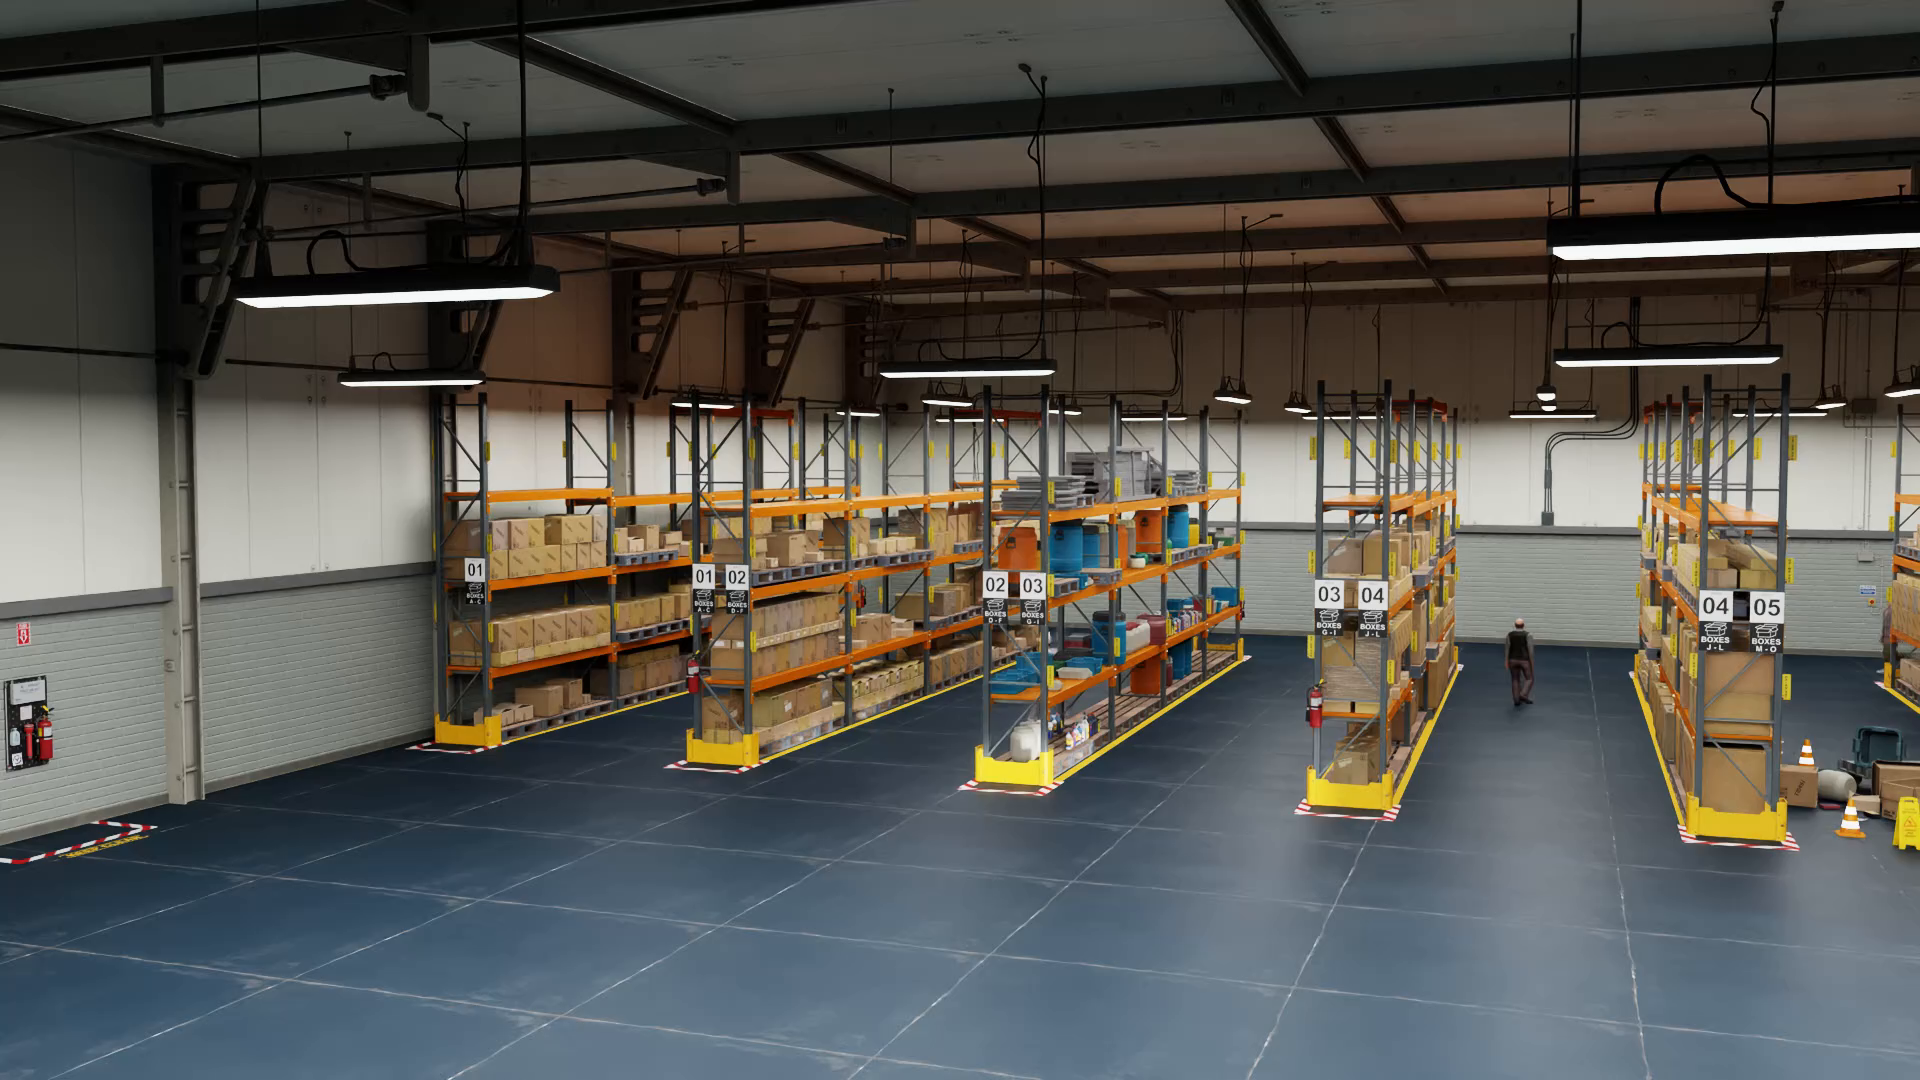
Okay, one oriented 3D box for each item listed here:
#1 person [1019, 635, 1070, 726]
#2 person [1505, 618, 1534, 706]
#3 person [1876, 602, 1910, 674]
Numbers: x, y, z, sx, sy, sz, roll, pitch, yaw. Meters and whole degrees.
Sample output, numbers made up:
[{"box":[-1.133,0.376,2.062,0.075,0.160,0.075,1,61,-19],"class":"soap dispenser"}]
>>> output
[{"box":[1.526,2.529,30.056,0.912,1.733,0.569,1,3,13],"class":"person"},{"box":[11.007,2.407,32.712,0.576,1.722,0.528,2,4,30],"class":"person"},{"box":[20.911,2.123,37.230,0.766,1.759,0.582,0,3,6],"class":"person"}]
